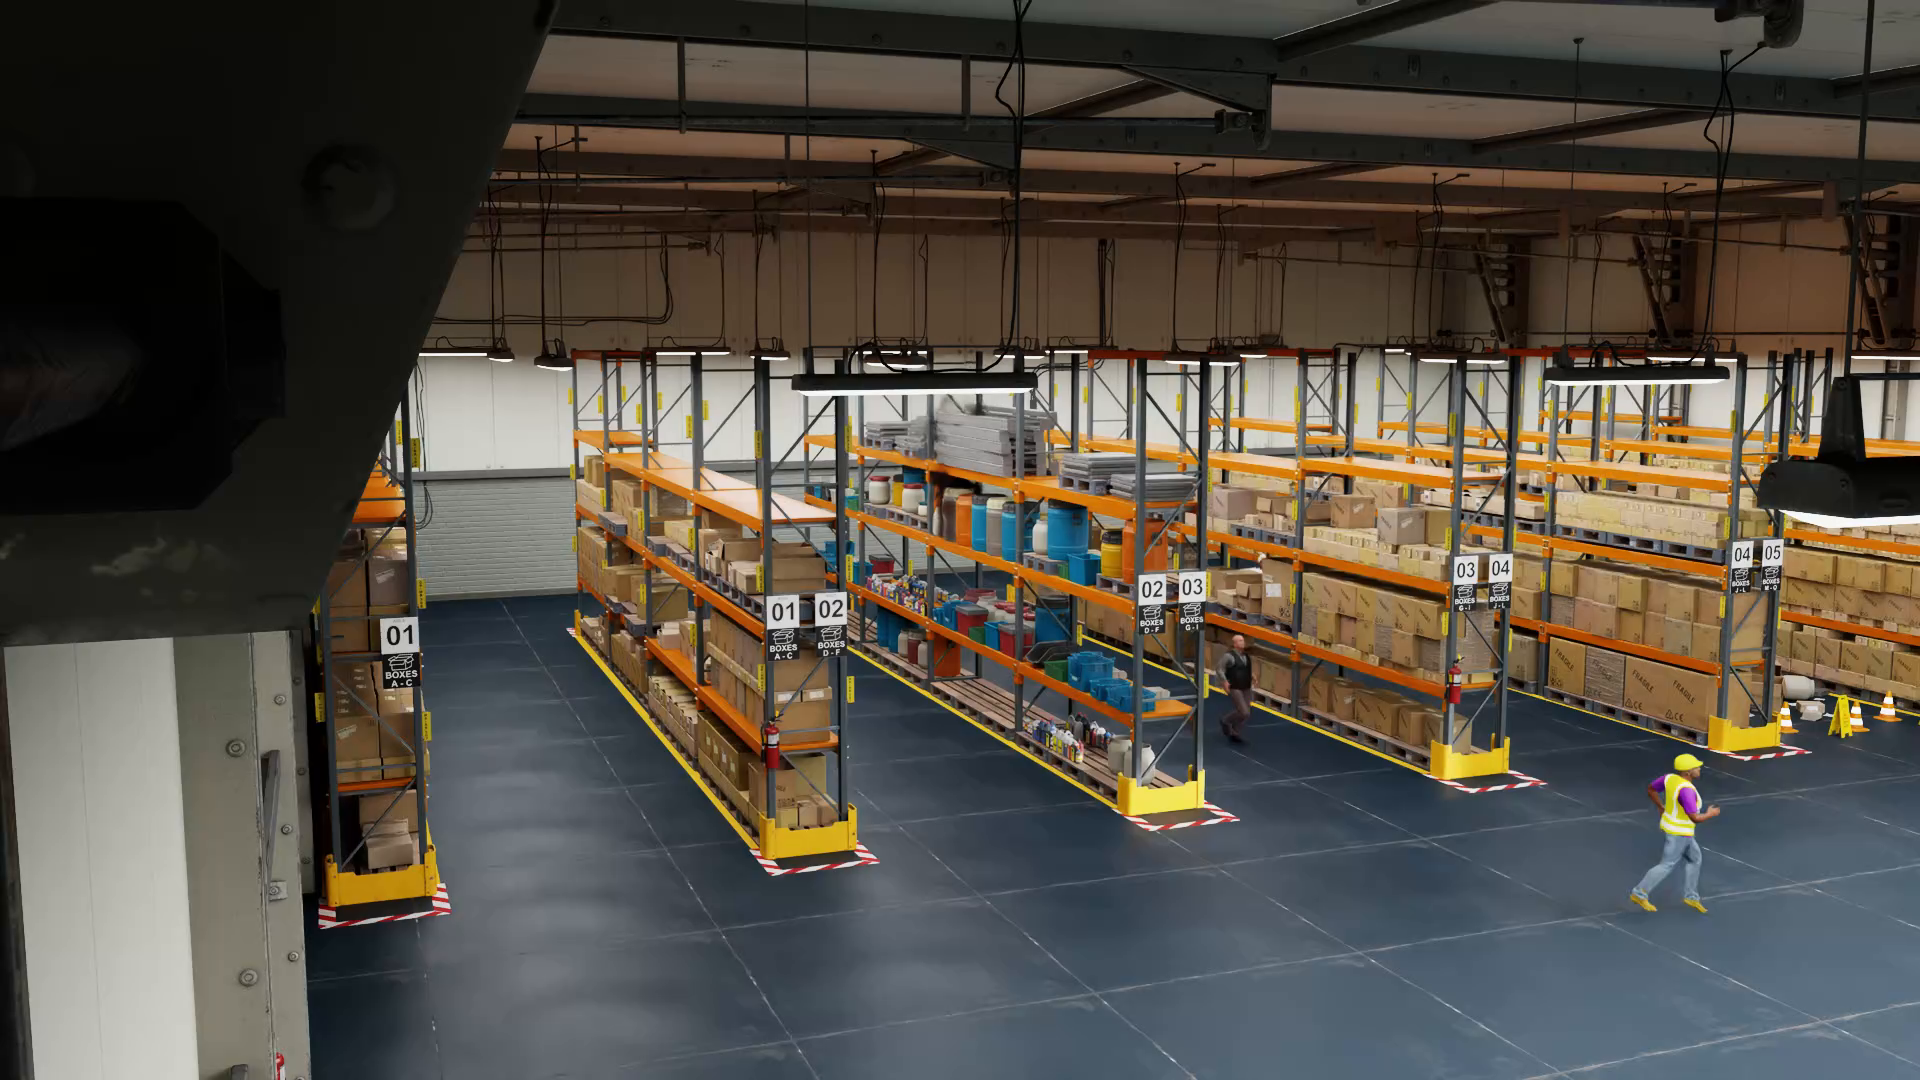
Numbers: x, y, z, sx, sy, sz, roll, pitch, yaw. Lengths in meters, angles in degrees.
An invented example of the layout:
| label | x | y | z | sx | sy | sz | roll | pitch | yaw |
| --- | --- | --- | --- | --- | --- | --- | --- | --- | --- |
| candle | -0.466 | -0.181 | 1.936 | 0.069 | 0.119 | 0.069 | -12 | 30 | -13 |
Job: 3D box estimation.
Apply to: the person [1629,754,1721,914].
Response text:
| label | x | y | z | sx | sy | sz | roll | pitch | yaw |
| --- | --- | --- | --- | --- | --- | --- | --- | --- | --- |
| person | 7.770 | 3.211 | 18.127 | 0.911 | 1.812 | 0.711 | 1 | 7 | 8 |

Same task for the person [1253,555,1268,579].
| label | x | y | z | sx | sy | sz | roll | pitch | yaw |
| --- | --- | --- | --- | --- | --- | --- | --- | --- | --- |
| person | 6.296 | 1.176 | 34.519 | 0.714 | 1.744 | 0.901 | -4 | 8 | -28 |

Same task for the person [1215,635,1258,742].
| label | x | y | z | sx | sy | sz | roll | pitch | yaw |
| --- | --- | --- | --- | --- | --- | --- | --- | --- | --- |
| person | 4.332 | 2.307 | 25.720 | 0.658 | 1.681 | 0.570 | -5 | 9 | -36 |
